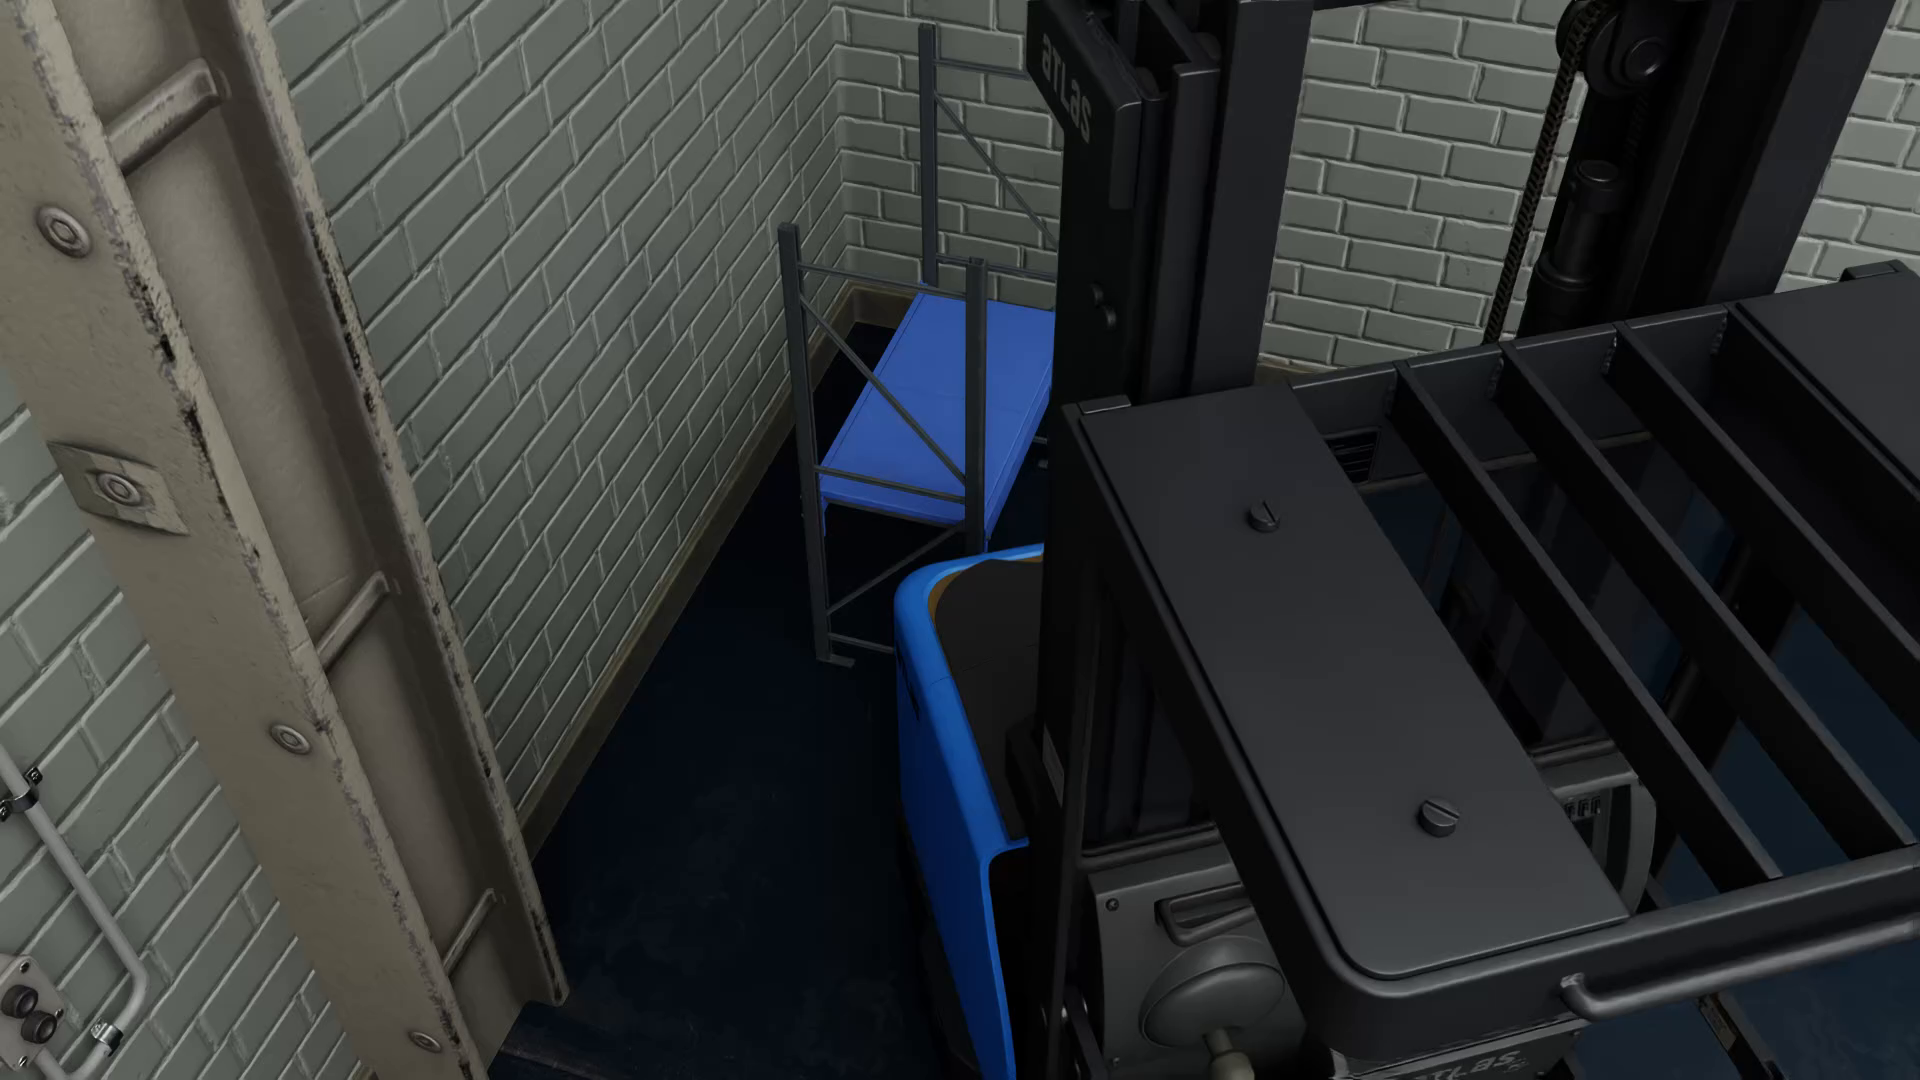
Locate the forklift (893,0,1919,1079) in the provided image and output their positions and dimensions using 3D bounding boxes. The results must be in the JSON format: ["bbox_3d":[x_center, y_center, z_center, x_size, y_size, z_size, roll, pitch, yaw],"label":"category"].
[{"bbox_3d":[0.714,0.693,2.447,1.130,2.935,3.031,-11,45,-11],"label":"forklift"}]

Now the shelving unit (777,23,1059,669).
[{"bbox_3d":[-0.026,-0.479,4.667,0.538,1.500,1.048,13,46,12],"label":"shelving unit"}]

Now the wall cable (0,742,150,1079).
[{"bbox_3d":[-1.675,0.702,1.662,0.084,1.984,1.851,13,46,13],"label":"wall cable"}]

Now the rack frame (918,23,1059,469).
[{"bbox_3d":[0.128,-0.818,5.014,0.500,1.500,0.032,13,46,12],"label":"rack frame"}]

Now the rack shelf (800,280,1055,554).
[{"bbox_3d":[-0.026,-0.351,4.793,0.538,0.185,1.000,13,46,12],"label":"rack shelf"}]

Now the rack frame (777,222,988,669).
[{"bbox_3d":[-0.180,-0.140,4.321,0.500,1.500,0.032,13,46,12],"label":"rack frame"}]
